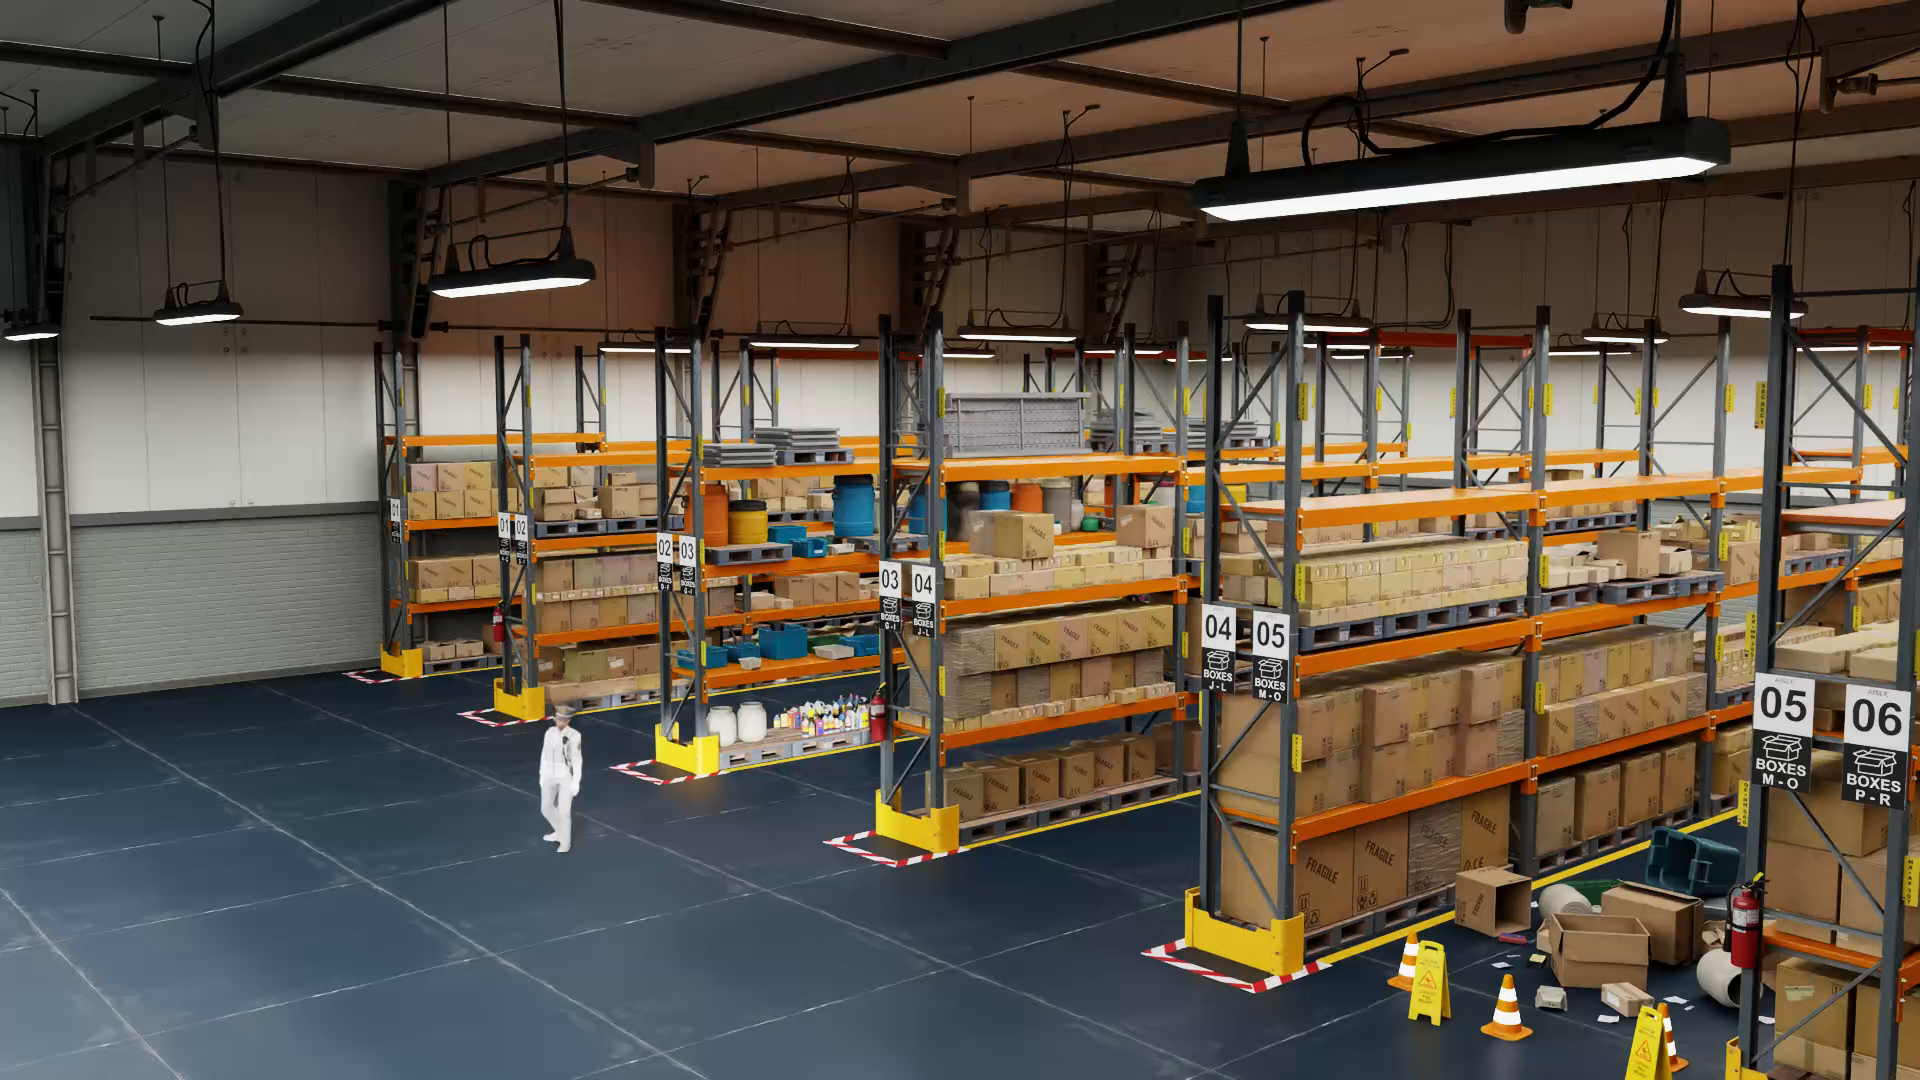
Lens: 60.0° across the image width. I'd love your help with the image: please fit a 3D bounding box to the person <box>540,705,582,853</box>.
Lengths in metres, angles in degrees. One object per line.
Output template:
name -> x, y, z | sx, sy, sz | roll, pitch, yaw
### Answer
person -> -4.468, 2.651, 18.621 | 0.591, 1.649, 0.476 | 2, 5, 19
